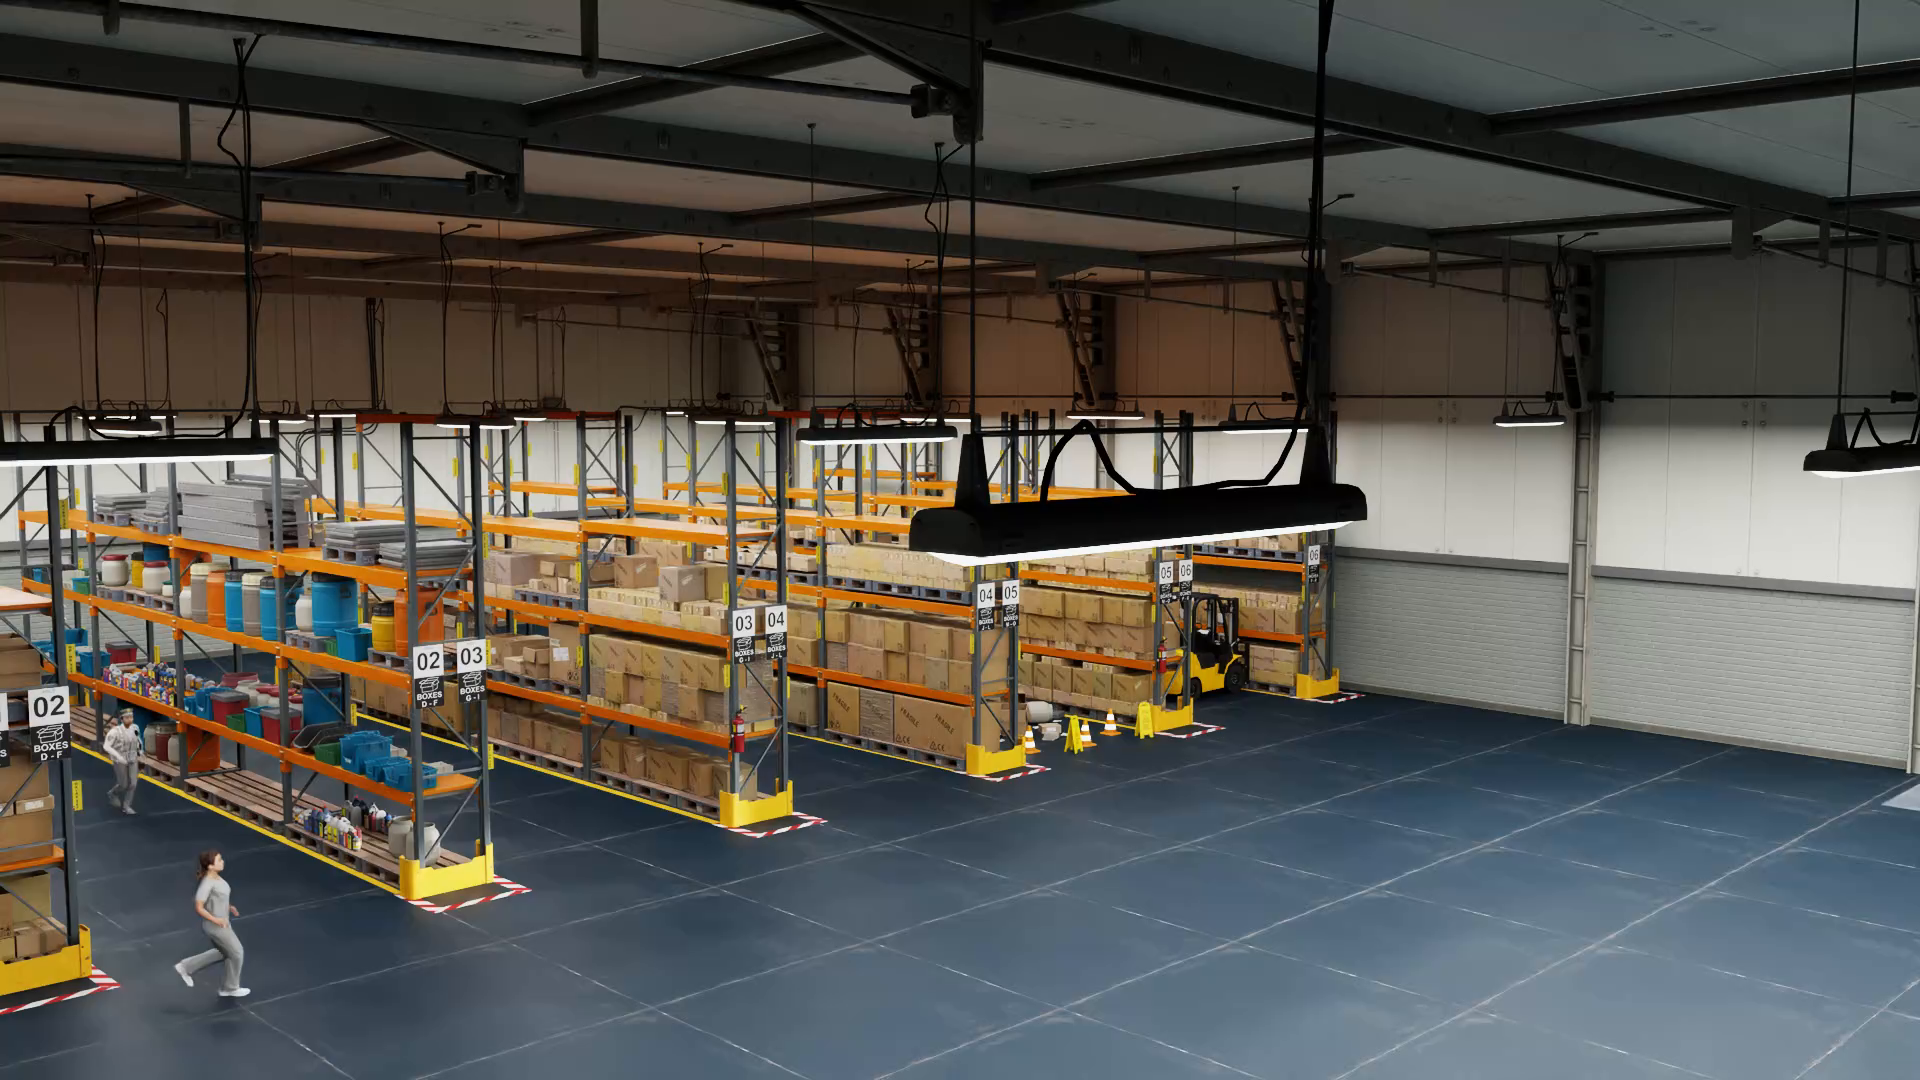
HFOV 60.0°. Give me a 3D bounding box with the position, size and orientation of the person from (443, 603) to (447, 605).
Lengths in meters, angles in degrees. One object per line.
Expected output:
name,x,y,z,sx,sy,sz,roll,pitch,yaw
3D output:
person,-12.403,2.067,39.558,0.599,1.655,0.687,-3,6,-27

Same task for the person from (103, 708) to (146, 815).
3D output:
person,-12.707,3.339,25.243,0.640,1.634,0.613,4,6,38

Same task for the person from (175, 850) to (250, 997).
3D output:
person,-7.824,4.027,17.335,0.722,1.612,0.552,-2,5,-19
